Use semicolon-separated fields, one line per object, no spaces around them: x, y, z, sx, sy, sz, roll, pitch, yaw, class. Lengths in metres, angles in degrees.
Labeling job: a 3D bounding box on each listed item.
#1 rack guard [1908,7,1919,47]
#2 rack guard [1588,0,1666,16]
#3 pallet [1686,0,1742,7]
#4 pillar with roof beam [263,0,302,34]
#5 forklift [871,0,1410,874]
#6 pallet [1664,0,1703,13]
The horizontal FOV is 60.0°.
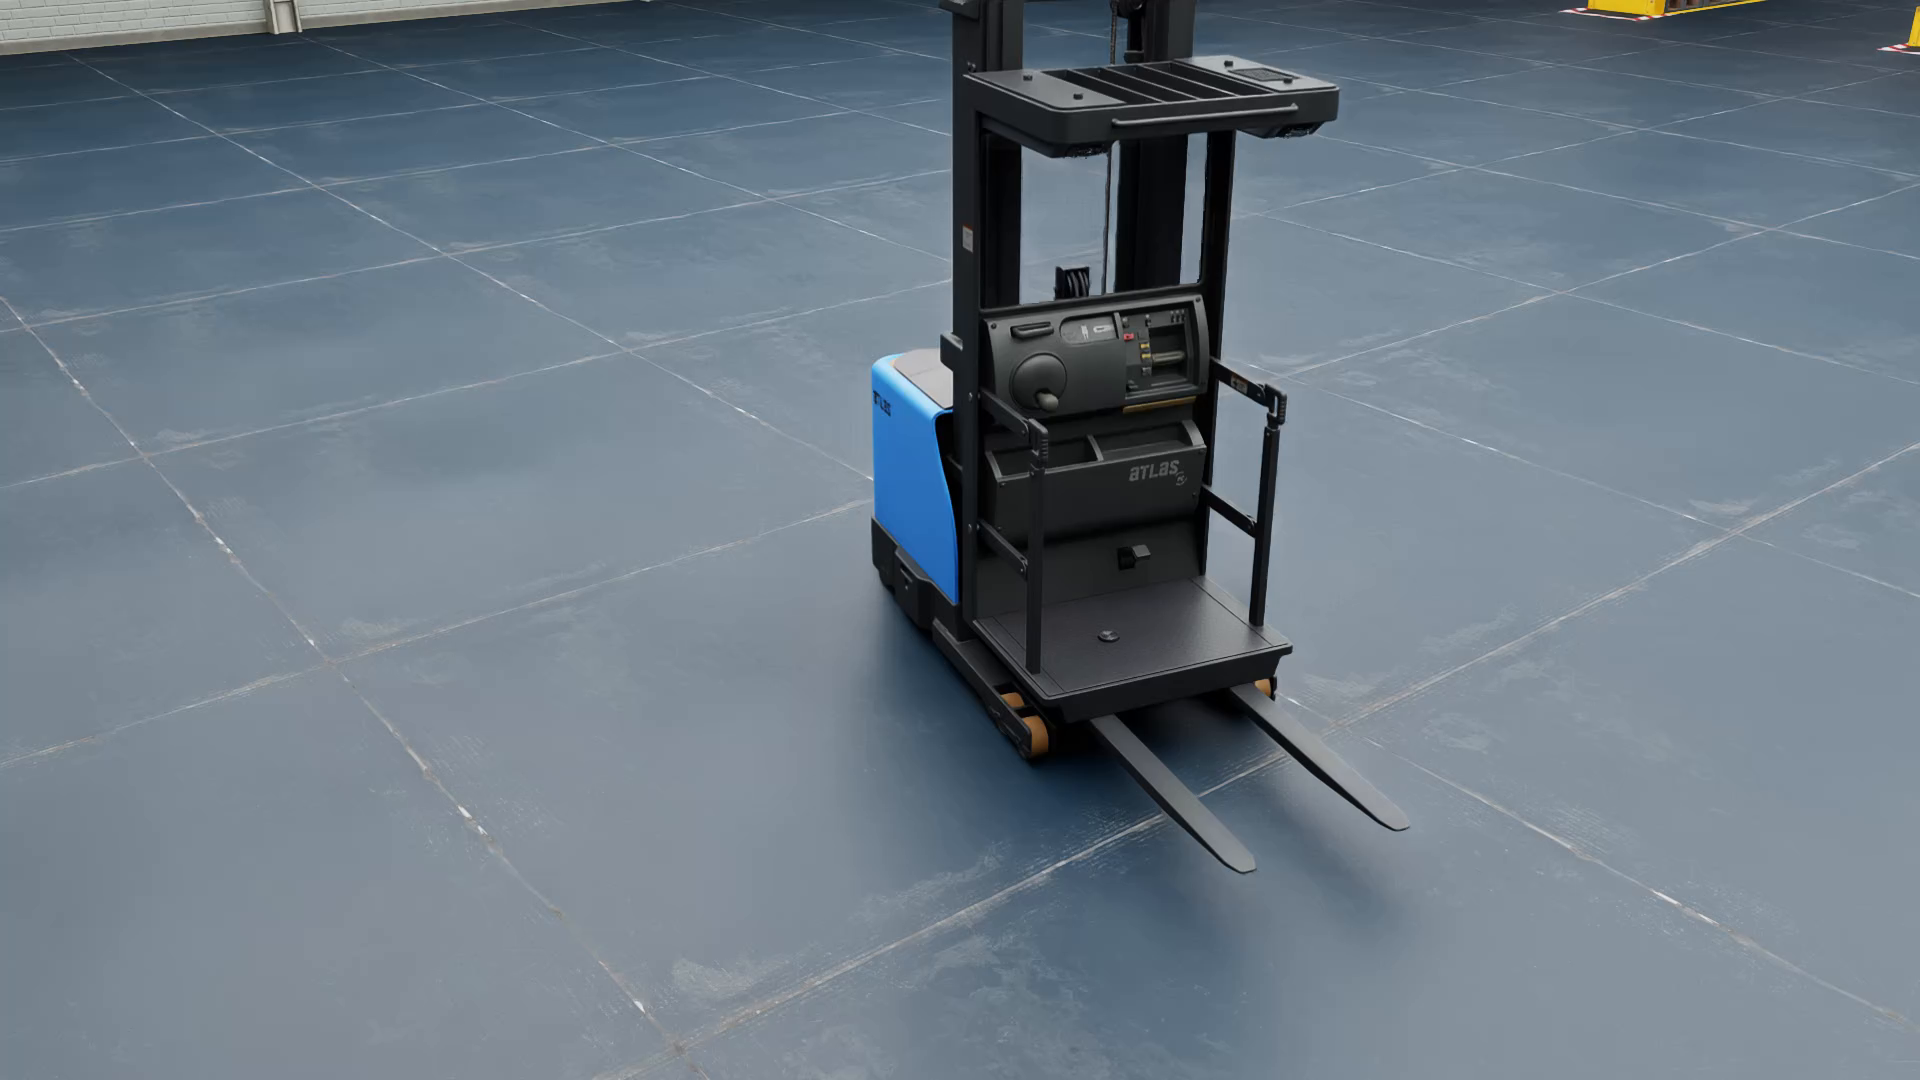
13.573;-6.915;22.556;0.348;0.500;1.175;-18;31;-34;rack guard
10.488;-8.571;26.125;0.348;0.500;1.175;-18;31;-34;rack guard
12.090;-8.965;27.315;1.213;0.211;1.003;-18;31;-34;pallet
-7.147;-10.039;19.192;0.400;9.000;9.100;-18;31;-34;pillar with roof beam
0.628;-0.688;6.252;1.130;2.935;3.031;-10;27;-21;forklift
11.131;-8.650;26.636;1.213;0.211;1.003;-18;31;-34;pallet
